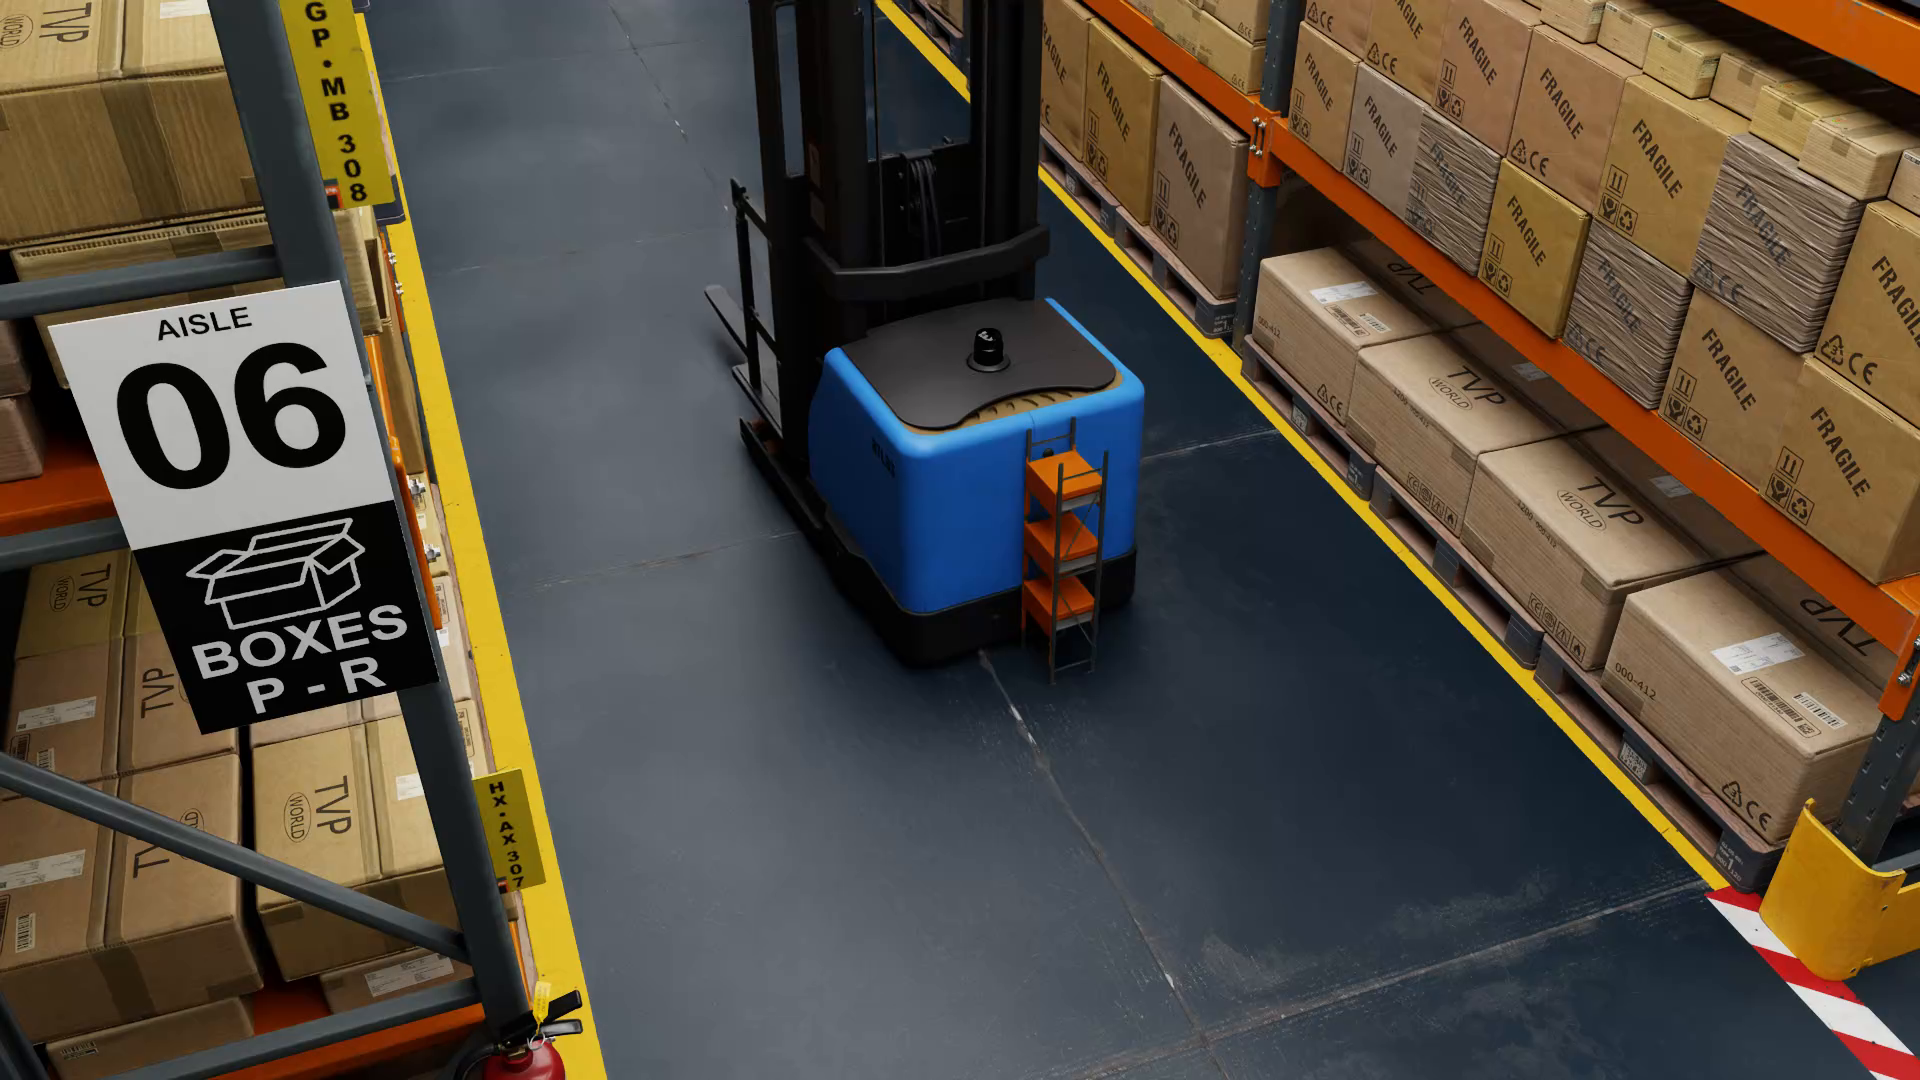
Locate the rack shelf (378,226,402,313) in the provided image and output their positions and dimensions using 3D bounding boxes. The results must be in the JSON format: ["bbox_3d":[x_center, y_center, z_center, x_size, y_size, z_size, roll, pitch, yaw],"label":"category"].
[{"bbox_3d":[-3.462,-2.067,8.099,1.077,0.370,4.000,-12,39,-16],"label":"rack shelf"}]

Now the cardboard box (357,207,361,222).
[{"bbox_3d":[-1.465,-0.745,3.461,0.380,0.149,0.250,-12,39,-15],"label":"cardboard box"}]

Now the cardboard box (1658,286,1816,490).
[{"bbox_3d":[2.688,-0.539,5.390,0.500,0.500,0.500,-13,39,-17],"label":"cardboard box"}]

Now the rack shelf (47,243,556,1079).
[{"bbox_3d":[-2.086,0.192,5.100,1.077,0.370,4.000,-12,39,-16],"label":"rack shelf"}]

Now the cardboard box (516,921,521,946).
[{"bbox_3d":[-1.777,1.009,5.145,0.700,0.500,0.500,-11,38,-14],"label":"cardboard box"}]

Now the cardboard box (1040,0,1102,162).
[{"bbox_3d":[0.971,-2.921,10.052,0.875,0.875,0.875,-12,39,-15],"label":"cardboard box"}]

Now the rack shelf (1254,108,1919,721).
[{"bbox_3d":[2.573,-0.838,6.467,1.077,0.370,4.000,-12,39,-16],"label":"rack shelf"}]

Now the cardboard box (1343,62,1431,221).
[{"bbox_3d":[1.970,-1.690,6.918,0.500,0.500,0.500,-12,39,-16],"label":"cardboard box"}]

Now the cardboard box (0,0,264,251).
[{"bbox_3d":[-1.315,-0.725,2.688,0.500,0.250,0.500,-13,39,-16],"label":"cardboard box"}]

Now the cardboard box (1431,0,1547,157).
[{"bbox_3d":[2.155,-1.797,6.228,0.500,0.500,0.500,-12,39,-15],"label":"cardboard box"}]

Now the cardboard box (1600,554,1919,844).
[{"bbox_3d":[2.940,0.508,5.862,0.875,0.438,0.875,-14,39,-17],"label":"cardboard box"}]

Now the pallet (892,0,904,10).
[{"bbox_3d":[-0.175,-4.530,13.089,1.003,0.211,1.213,-12,39,-16],"label":"pallet"}]

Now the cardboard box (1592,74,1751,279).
[{"bbox_3d":[2.497,-1.227,5.471,0.500,0.500,0.500,-13,39,-16],"label":"cardboard box"}]

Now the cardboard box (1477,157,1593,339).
[{"bbox_3d":[2.312,-1.117,6.157,0.500,0.500,0.500,-11,38,-15],"label":"cardboard box"}]

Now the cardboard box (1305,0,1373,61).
[{"bbox_3d":[1.821,-2.375,6.996,0.500,0.500,0.500,-12,39,-16],"label":"cardboard box"}]

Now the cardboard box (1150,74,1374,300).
[{"bbox_3d":[1.597,-1.907,8.706,0.875,0.875,0.875,-11,38,-15],"label":"cardboard box"}]

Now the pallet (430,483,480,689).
[{"bbox_3d":[-2.539,0.277,6.707,1.003,0.211,1.213,-12,39,-16],"label":"pallet"}]

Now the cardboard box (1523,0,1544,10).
[{"bbox_3d":[2.237,-2.010,5.972,0.380,0.149,0.250,-13,39,-16],"label":"cardboard box"}]

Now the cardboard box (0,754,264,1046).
[{"bbox_3d":[-1.805,0.771,3.611,0.500,0.250,0.500,-11,38,-15],"label":"cardboard box"}]

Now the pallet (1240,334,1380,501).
[{"bbox_3d":[2.073,-0.695,7.997,1.003,0.211,1.213,-12,39,-16],"label":"pallet"}]

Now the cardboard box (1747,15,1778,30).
[{"bbox_3d":[2.905,-1.836,5.741,0.380,0.149,0.250,-13,39,-17],"label":"cardboard box"}]

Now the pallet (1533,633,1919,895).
[{"bbox_3d":[2.913,0.683,6.168,1.003,0.211,1.213,-12,39,-16],"label":"pallet"}]

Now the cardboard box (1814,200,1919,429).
[{"bbox_3d":[2.872,-0.657,4.716,0.500,0.500,0.500,-11,38,-14],"label":"cardboard box"}]

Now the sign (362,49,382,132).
[{"bbox_3d":[-2.267,-1.687,6.278,0.100,0.325,0.005,-12,39,-16],"label":"sign"}]

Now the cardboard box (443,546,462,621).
[{"bbox_3d":[-1.650,0.154,4.761,0.380,0.149,0.250,-14,39,-17],"label":"cardboard box"}]

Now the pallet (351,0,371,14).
[{"bbox_3d":[-3.852,-3.040,8.952,1.213,0.211,1.003,-12,39,-16],"label":"pallet"}]

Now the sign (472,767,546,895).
[{"bbox_3d":[-0.888,0.576,3.272,0.100,0.325,0.005,-12,39,-16],"label":"sign"}]

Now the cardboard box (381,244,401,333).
[{"bbox_3d":[-2.184,-0.767,5.652,0.500,0.250,0.500,-12,39,-16],"label":"cardboard box"}]

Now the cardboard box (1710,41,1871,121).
[{"bbox_3d":[2.601,-1.435,5.208,0.380,0.149,0.250,-13,39,-16],"label":"cardboard box"}]

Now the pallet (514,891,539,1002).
[{"bbox_3d":[-1.699,1.656,4.877,1.003,0.211,1.213,-12,39,-16],"label":"pallet"}]

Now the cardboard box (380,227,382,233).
[{"bbox_3d":[-3.262,-1.590,8.596,0.500,0.500,0.500,-14,39,-18],"label":"cardboard box"}]

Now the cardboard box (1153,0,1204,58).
[{"bbox_3d":[1.320,-2.684,8.445,0.500,0.250,0.500,-13,39,-17],"label":"cardboard box"}]

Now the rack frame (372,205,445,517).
[{"bbox_3d":[-2.774,-1.225,6.383,1.000,3.000,0.127,-12,39,-16],"label":"rack frame"}]

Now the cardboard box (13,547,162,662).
[{"bbox_3d":[-2.148,0.199,4.371,0.500,0.250,0.500,-11,38,-15],"label":"cardboard box"}]

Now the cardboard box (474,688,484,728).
[{"bbox_3d":[-2.134,0.423,5.924,0.700,0.500,0.500,-14,39,-18],"label":"cardboard box"}]

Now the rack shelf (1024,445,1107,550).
[{"bbox_3d":[0.387,-0.159,6.134,0.215,0.259,0.240,-16,40,-20],"label":"rack shelf"}]

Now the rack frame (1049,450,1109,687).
[{"bbox_3d":[0.439,0.126,6.210,0.200,1.050,0.008,-16,40,-20],"label":"rack frame"}]

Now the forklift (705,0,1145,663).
[{"bbox_3d":[-0.371,-1.571,6.899,1.130,2.935,3.031,-16,40,-20],"label":"forklift"}]

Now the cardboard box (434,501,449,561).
[{"bbox_3d":[-2.307,0.000,6.777,0.380,0.149,0.250,-14,39,-17],"label":"cardboard box"}]

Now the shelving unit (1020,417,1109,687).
[{"bbox_3d":[0.387,0.060,6.298,0.215,1.050,0.252,-16,40,-20],"label":"shelving unit"}]

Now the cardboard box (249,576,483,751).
[{"bbox_3d":[-1.475,0.379,4.131,0.500,0.250,0.500,-12,39,-15],"label":"cardboard box"}]

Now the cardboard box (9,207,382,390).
[{"bbox_3d":[-1.294,-0.530,2.844,0.500,0.250,0.500,-13,39,-16],"label":"cardboard box"}]

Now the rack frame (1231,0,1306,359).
[{"bbox_3d":[1.885,-2.255,7.750,1.000,3.000,0.127,-12,39,-16],"label":"rack frame"}]

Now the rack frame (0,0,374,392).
[{"bbox_3d":[-1.398,-1.362,1.578,1.000,3.000,0.127,-12,39,-16],"label":"rack frame"}]

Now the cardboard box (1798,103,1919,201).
[{"bbox_3d":[2.672,-1.122,4.793,0.380,0.149,0.250,-13,39,-16],"label":"cardboard box"}]

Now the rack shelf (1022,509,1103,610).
[{"bbox_3d":[0.387,0.068,6.305,0.215,0.259,0.240,-16,40,-20],"label":"rack shelf"}]

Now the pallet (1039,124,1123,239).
[{"bbox_3d":[1.125,-2.252,10.064,1.003,0.211,1.213,-12,39,-16],"label":"pallet"}]

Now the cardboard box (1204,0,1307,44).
[{"bbox_3d":[1.505,-2.593,7.909,0.500,0.250,0.500,-12,39,-16],"label":"cardboard box"}]

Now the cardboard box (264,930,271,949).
[{"bbox_3d":[-1.793,0.847,3.841,0.380,0.149,0.250,-11,38,-15],"label":"cardboard box"}]

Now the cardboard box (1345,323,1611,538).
[{"bbox_3d":[2.309,-0.517,7.223,0.875,0.438,0.875,-14,39,-17],"label":"cardboard box"}]

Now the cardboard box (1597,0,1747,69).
[{"bbox_3d":[2.387,-1.716,5.582,0.380,0.149,0.250,-11,38,-14],"label":"cardboard box"}]

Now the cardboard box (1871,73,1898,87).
[{"bbox_3d":[3.013,-1.538,5.345,0.380,0.149,0.250,-12,39,-16],"label":"cardboard box"}]
